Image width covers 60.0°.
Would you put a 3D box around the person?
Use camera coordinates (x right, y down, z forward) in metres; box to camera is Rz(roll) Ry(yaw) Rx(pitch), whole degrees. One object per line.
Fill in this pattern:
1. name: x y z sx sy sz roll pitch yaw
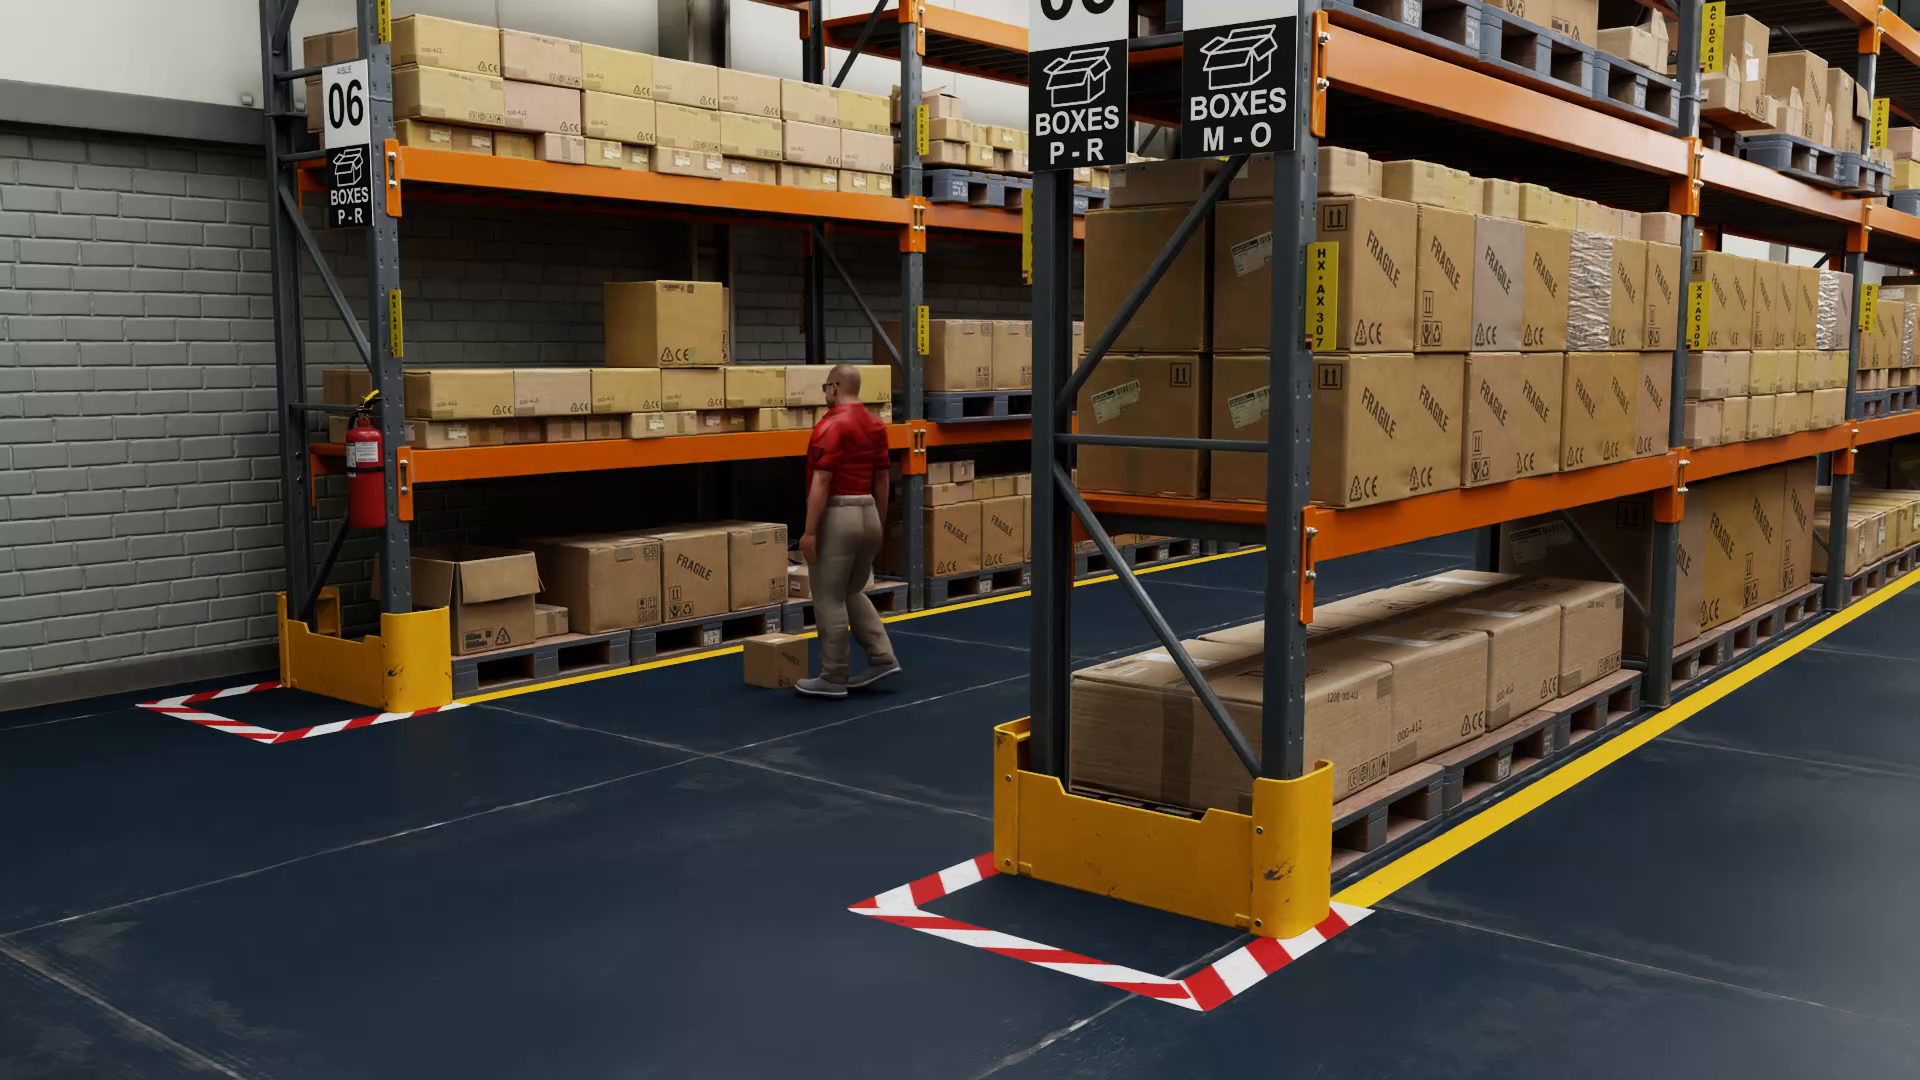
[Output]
1. person: -0.626 -0.051 8.649 0.458 1.723 0.562 4 8 33
